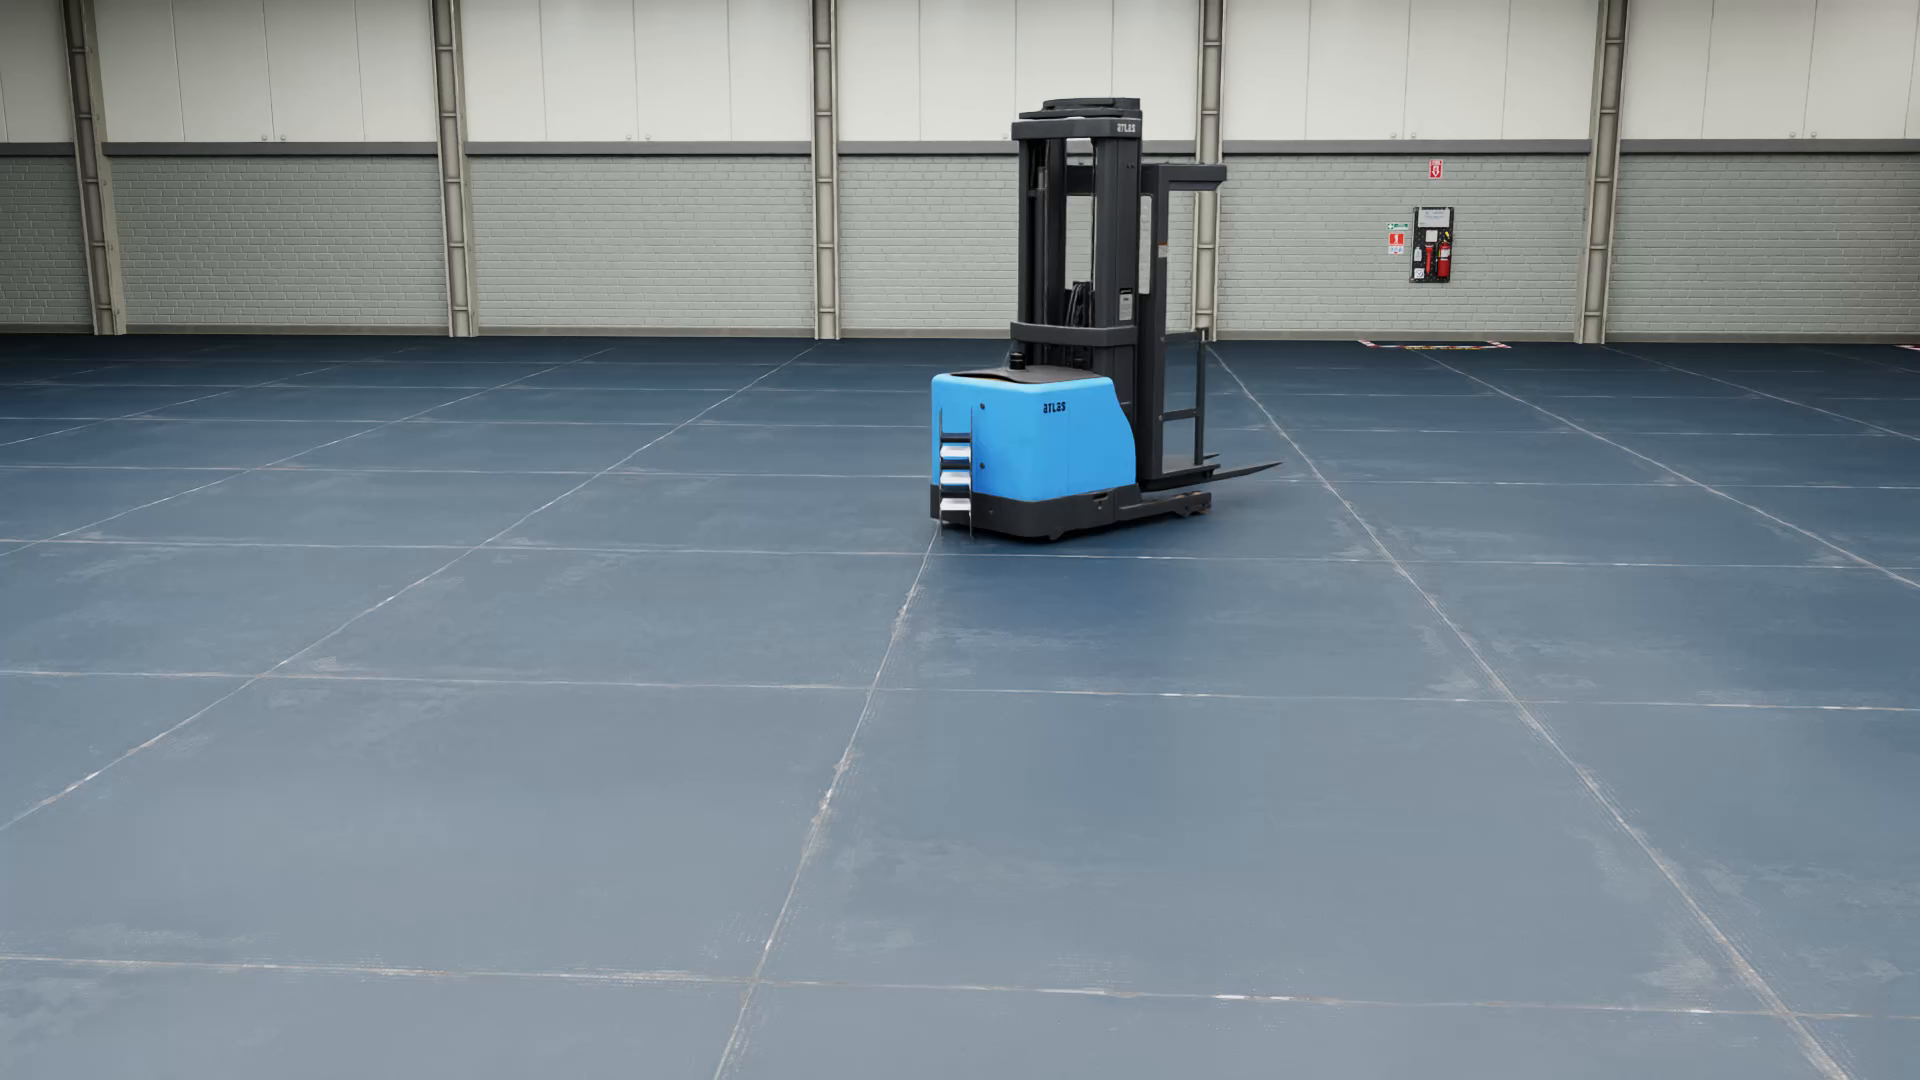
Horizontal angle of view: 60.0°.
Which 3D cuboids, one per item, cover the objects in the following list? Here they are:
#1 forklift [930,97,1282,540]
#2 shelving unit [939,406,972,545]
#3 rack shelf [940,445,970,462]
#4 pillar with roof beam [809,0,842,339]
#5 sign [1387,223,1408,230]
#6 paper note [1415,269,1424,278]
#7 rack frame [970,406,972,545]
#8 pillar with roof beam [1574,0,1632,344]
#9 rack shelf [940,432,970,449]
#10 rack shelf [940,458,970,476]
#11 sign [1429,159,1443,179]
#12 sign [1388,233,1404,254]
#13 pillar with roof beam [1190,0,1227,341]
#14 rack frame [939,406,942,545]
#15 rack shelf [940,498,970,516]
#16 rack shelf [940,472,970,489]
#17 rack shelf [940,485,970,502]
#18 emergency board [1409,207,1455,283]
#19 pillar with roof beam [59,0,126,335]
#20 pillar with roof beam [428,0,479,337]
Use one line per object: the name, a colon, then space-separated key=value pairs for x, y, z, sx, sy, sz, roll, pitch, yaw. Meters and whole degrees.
forklift: x=1.206 y=-1.664 z=12.066 sx=3.031 sy=2.935 sz=1.130 roll=-11 pitch=16 yaw=-42
shelving unit: x=-0.026 y=-0.433 z=11.139 sx=0.210 sy=0.900 sz=0.258 roll=0 pitch=12 yaw=2
rack shelf: x=-0.026 y=-0.576 z=11.109 sx=0.200 sy=0.077 sz=0.258 roll=0 pitch=12 yaw=2
pillar with roof beam: x=-2.413 y=-6.780 z=21.702 sx=0.400 sy=9.000 sz=9.100 roll=1 pitch=12 yaw=4
sign: x=6.844 y=-4.904 z=26.005 sx=0.331 sy=0.109 sz=0.001 roll=1 pitch=12 yaw=4
paper note: x=7.212 y=-4.186 z=26.104 sx=0.142 sy=0.148 sz=0.016 roll=1 pitch=12 yaw=4
rack frame: x=0.075 y=-0.432 z=11.135 sx=0.006 sy=0.900 sz=0.240 roll=0 pitch=12 yaw=2
pillar with roof beam: x=9.560 y=-6.616 z=20.917 sx=0.400 sy=9.000 sz=9.100 roll=1 pitch=12 yaw=4
rack shelf: x=-0.026 y=-0.664 z=11.091 sx=0.200 sy=0.077 sz=0.258 roll=0 pitch=12 yaw=2
rack shelf: x=-0.026 y=-0.488 z=11.127 sx=0.200 sy=0.077 sz=0.258 roll=0 pitch=12 yaw=2
sign: x=7.383 y=-5.756 z=25.795 sx=0.199 sy=0.298 sz=0.001 roll=1 pitch=12 yaw=4
sign: x=6.840 y=-4.647 z=26.068 sx=0.234 sy=0.329 sz=0.001 roll=1 pitch=12 yaw=4
pillar with roof beam: x=3.573 y=-6.698 z=21.310 sx=0.400 sy=9.000 sz=9.100 roll=1 pitch=12 yaw=4
rack frame: x=-0.128 y=-0.434 z=11.143 sx=0.006 sy=0.900 sz=0.240 roll=0 pitch=12 yaw=2
rack shelf: x=-0.026 y=-0.224 z=11.183 sx=0.200 sy=0.077 sz=0.258 roll=0 pitch=12 yaw=2
rack shelf: x=-0.026 y=-0.400 z=11.146 sx=0.200 sy=0.077 sz=0.258 roll=0 pitch=12 yaw=2
rack shelf: x=-0.026 y=-0.312 z=11.164 sx=0.200 sy=0.077 sz=0.258 roll=0 pitch=12 yaw=2
emergency board: x=7.384 y=-4.600 z=25.935 sx=0.643 sy=1.169 sz=0.194 roll=1 pitch=12 yaw=4
pillar with roof beam: x=-14.386 y=-6.944 z=22.487 sx=0.400 sy=9.000 sz=9.100 roll=1 pitch=12 yaw=4
pillar with roof beam: x=-8.400 y=-6.862 z=22.094 sx=0.400 sy=9.000 sz=9.100 roll=1 pitch=12 yaw=4
